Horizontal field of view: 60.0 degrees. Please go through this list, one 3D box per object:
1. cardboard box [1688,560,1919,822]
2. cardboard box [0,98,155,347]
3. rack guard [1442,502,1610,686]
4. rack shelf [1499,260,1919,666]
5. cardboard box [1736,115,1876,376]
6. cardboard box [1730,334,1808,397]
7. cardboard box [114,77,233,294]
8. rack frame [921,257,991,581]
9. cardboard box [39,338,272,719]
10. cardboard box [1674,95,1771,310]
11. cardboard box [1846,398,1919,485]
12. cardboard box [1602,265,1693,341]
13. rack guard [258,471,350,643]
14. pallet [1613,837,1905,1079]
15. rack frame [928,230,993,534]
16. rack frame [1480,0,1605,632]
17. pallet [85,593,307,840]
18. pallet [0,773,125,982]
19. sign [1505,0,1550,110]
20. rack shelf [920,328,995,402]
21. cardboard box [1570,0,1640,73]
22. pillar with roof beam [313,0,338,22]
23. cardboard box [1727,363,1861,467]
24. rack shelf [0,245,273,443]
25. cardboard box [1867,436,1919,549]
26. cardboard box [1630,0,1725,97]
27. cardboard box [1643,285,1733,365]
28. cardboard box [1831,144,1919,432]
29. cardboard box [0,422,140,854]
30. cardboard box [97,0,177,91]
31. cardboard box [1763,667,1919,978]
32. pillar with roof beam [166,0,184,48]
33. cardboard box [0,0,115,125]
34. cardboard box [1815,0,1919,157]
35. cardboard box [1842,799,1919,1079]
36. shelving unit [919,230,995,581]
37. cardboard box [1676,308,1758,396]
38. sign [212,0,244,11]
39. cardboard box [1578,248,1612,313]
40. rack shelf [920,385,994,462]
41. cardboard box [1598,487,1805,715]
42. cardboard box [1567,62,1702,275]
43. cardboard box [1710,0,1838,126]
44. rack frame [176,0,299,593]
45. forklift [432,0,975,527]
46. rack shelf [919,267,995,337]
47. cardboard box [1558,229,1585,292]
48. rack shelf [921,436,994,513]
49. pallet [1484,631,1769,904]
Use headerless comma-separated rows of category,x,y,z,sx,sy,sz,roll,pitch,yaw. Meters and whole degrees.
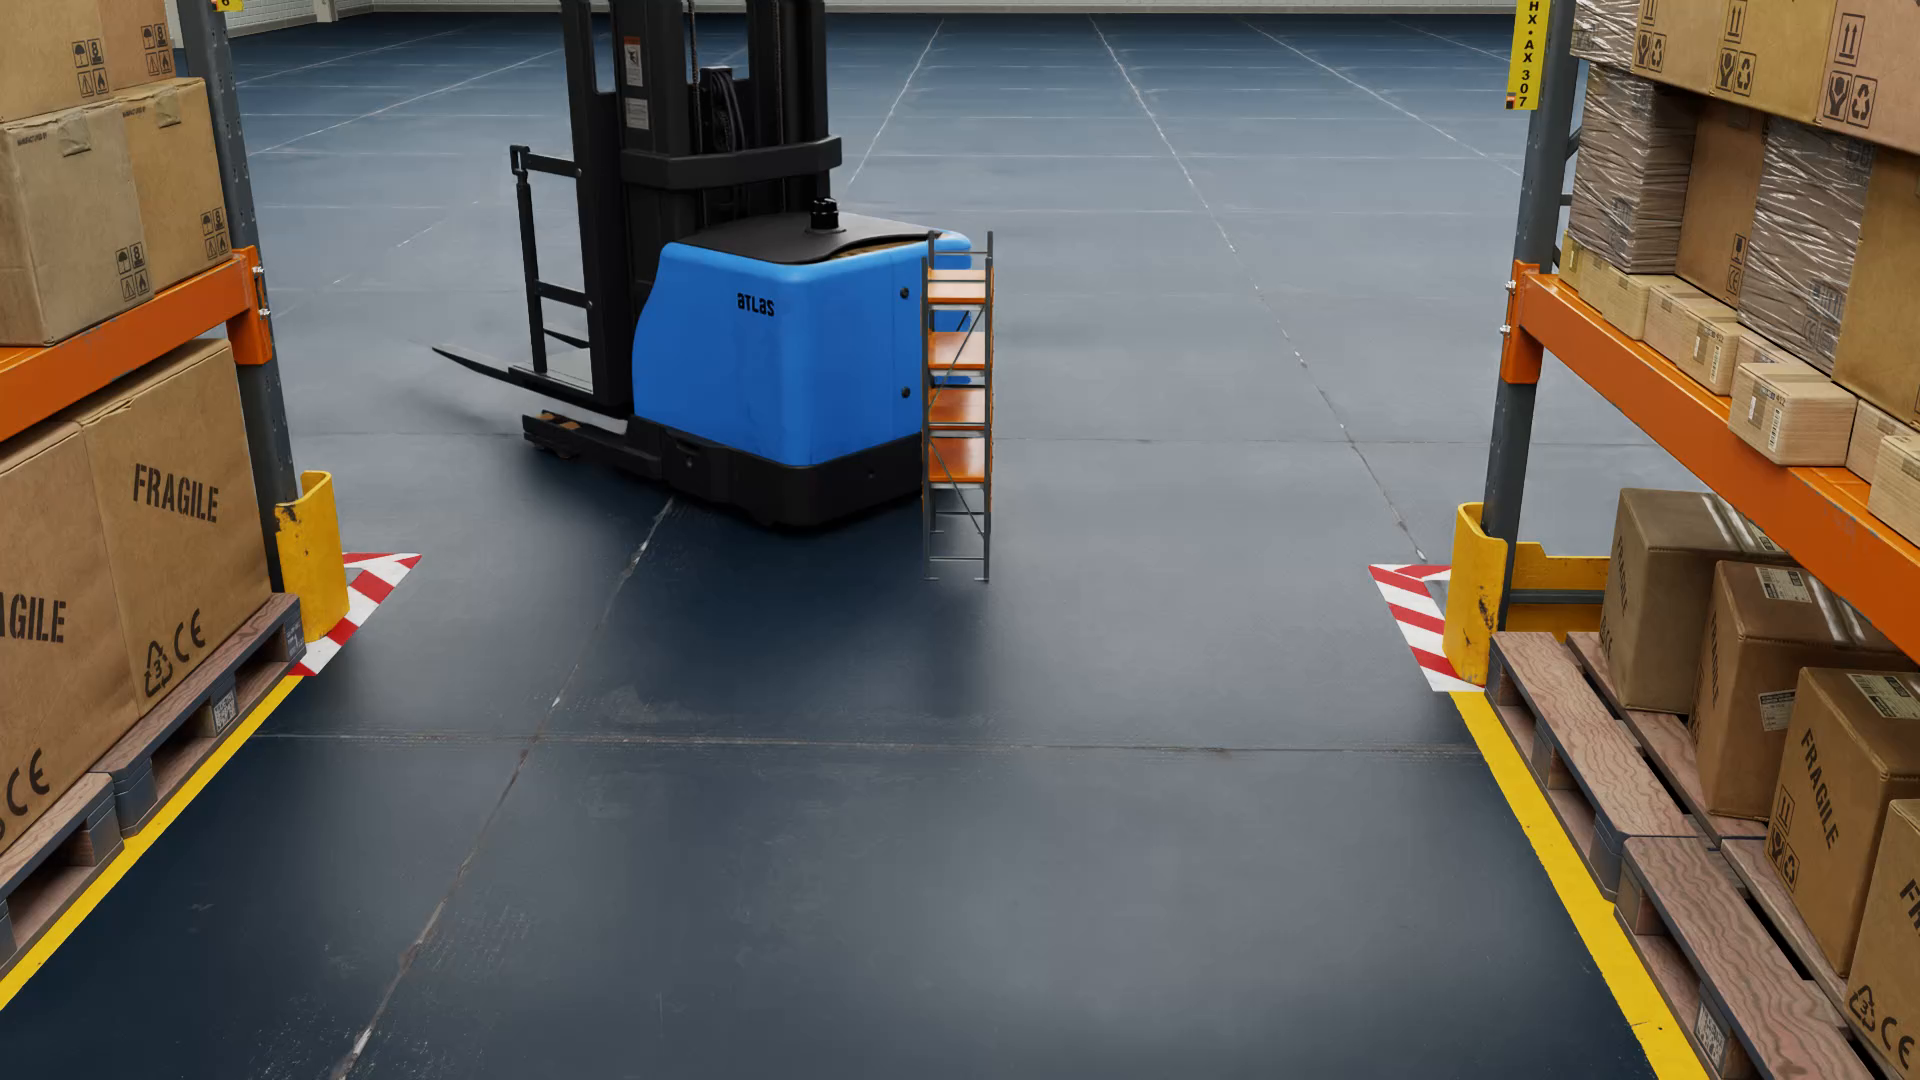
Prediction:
cardboard box,2.185,0.396,4.236,0.500,0.500,0.500,6,22,16
cardboard box,-2.711,-0.843,4.346,0.875,0.550,0.550,1,21,2
rack guard,2.202,0.178,5.380,1.175,0.500,0.348,1,21,2
rack shelf,2.144,0.043,3.265,1.077,0.370,4.000,1,21,2
cardboard box,2.207,-0.640,3.481,0.875,0.500,0.500,1,21,2
cardboard box,1.926,-0.346,3.621,0.380,0.149,0.250,1,21,2
cardboard box,-2.716,-1.042,4.860,0.875,0.550,0.550,1,21,2
rack frame,-0.012,-0.411,5.930,0.240,1.200,0.015,1,21,2
cardboard box,-2.704,-0.066,4.908,0.875,0.875,0.875,1,21,2
cardboard box,2.265,-0.820,3.946,0.875,0.500,0.500,1,21,2
cardboard box,1.940,-0.165,3.154,0.380,0.149,0.250,1,21,2
cardboard box,1.908,-0.617,4.321,0.380,0.149,0.250,1,21,2
rack guard,-2.749,0.050,5.708,1.175,0.500,0.348,1,21,2
pallet,2.102,1.046,3.543,1.003,0.211,1.213,1,21,2
rack frame,0.002,-0.588,6.385,0.240,1.200,0.015,1,21,2
rack frame,2.205,-1.015,4.999,1.000,3.000,0.127,1,21,2
pallet,-2.696,0.484,4.991,1.003,0.211,1.213,1,21,2
pallet,-2.736,0.924,3.857,1.003,0.211,1.213,1,21,2
sign,1.662,-1.425,4.858,0.100,0.325,0.005,1,21,2
rack shelf,-0.005,-0.645,6.101,0.258,0.148,0.480,1,21,2
cardboard box,1.916,-1.471,4.241,0.500,0.500,0.500,1,21,2
pillar with roof beam,-8.369,-14.532,31.542,9.100,9.000,0.400,1,21,2
cardboard box,1.815,-0.256,3.390,0.380,0.149,0.250,1,21,2
rack shelf,-2.811,-0.048,3.500,1.077,0.370,4.000,1,21,2
cardboard box,1.856,-0.075,2.923,0.380,0.149,0.250,1,21,2
cardboard box,1.893,-1.290,3.776,0.500,0.500,0.500,1,21,2
cardboard box,1.922,-0.527,4.087,0.380,0.149,0.250,1,21,2
cardboard box,2.180,-0.459,3.016,0.875,0.500,0.500,1,21,2
cardboard box,-2.729,0.252,4.088,0.875,0.875,0.875,0,21,1
cardboard box,-2.800,-1.546,4.667,0.875,0.550,0.550,1,21,2
cardboard box,2.147,0.623,3.653,0.500,0.500,0.500,3,21,7
pillar with roof beam,-8.551,-12.363,25.951,9.100,9.000,0.400,1,21,2
cardboard box,-2.724,-1.346,4.151,0.875,0.550,0.550,1,21,2
cardboard box,1.870,-0.928,2.844,0.500,0.500,0.500,1,21,2
cardboard box,2.085,0.824,3.134,0.500,0.500,0.500,-1,21,-3
shelving unit,-0.005,-0.500,6.158,0.258,1.200,0.503,1,21,2
cardboard box,1.907,-0.436,3.854,0.380,0.149,0.250,1,21,2
sign,-2.208,-1.746,4.953,0.100,0.325,0.005,1,21,2
cardboard box,1.931,-0.708,4.553,0.380,0.149,0.250,1,21,2
rack shelf,-0.005,-0.437,6.182,0.258,0.148,0.480,1,21,2
cardboard box,2.169,0.180,4.794,0.500,0.500,0.500,5,22,12
cardboard box,2.161,-1.002,4.415,0.875,0.500,0.500,1,21,2
cardboard box,1.880,-1.109,3.310,0.500,0.500,0.500,1,21,2
rack frame,-2.750,-1.106,5.234,1.000,3.000,0.127,1,21,2
forklift,-1.354,-1.852,7.249,3.031,2.935,1.130,19,28,40
rack shelf,-0.005,-0.866,6.015,0.258,0.148,0.480,1,21,2
cardboard box,1.958,-0.798,4.786,0.380,0.149,0.250,1,21,2
rack shelf,-0.005,-0.252,6.254,0.258,0.148,0.480,1,21,2
pallet,2.142,0.606,4.676,1.003,0.211,1.213,1,21,2
